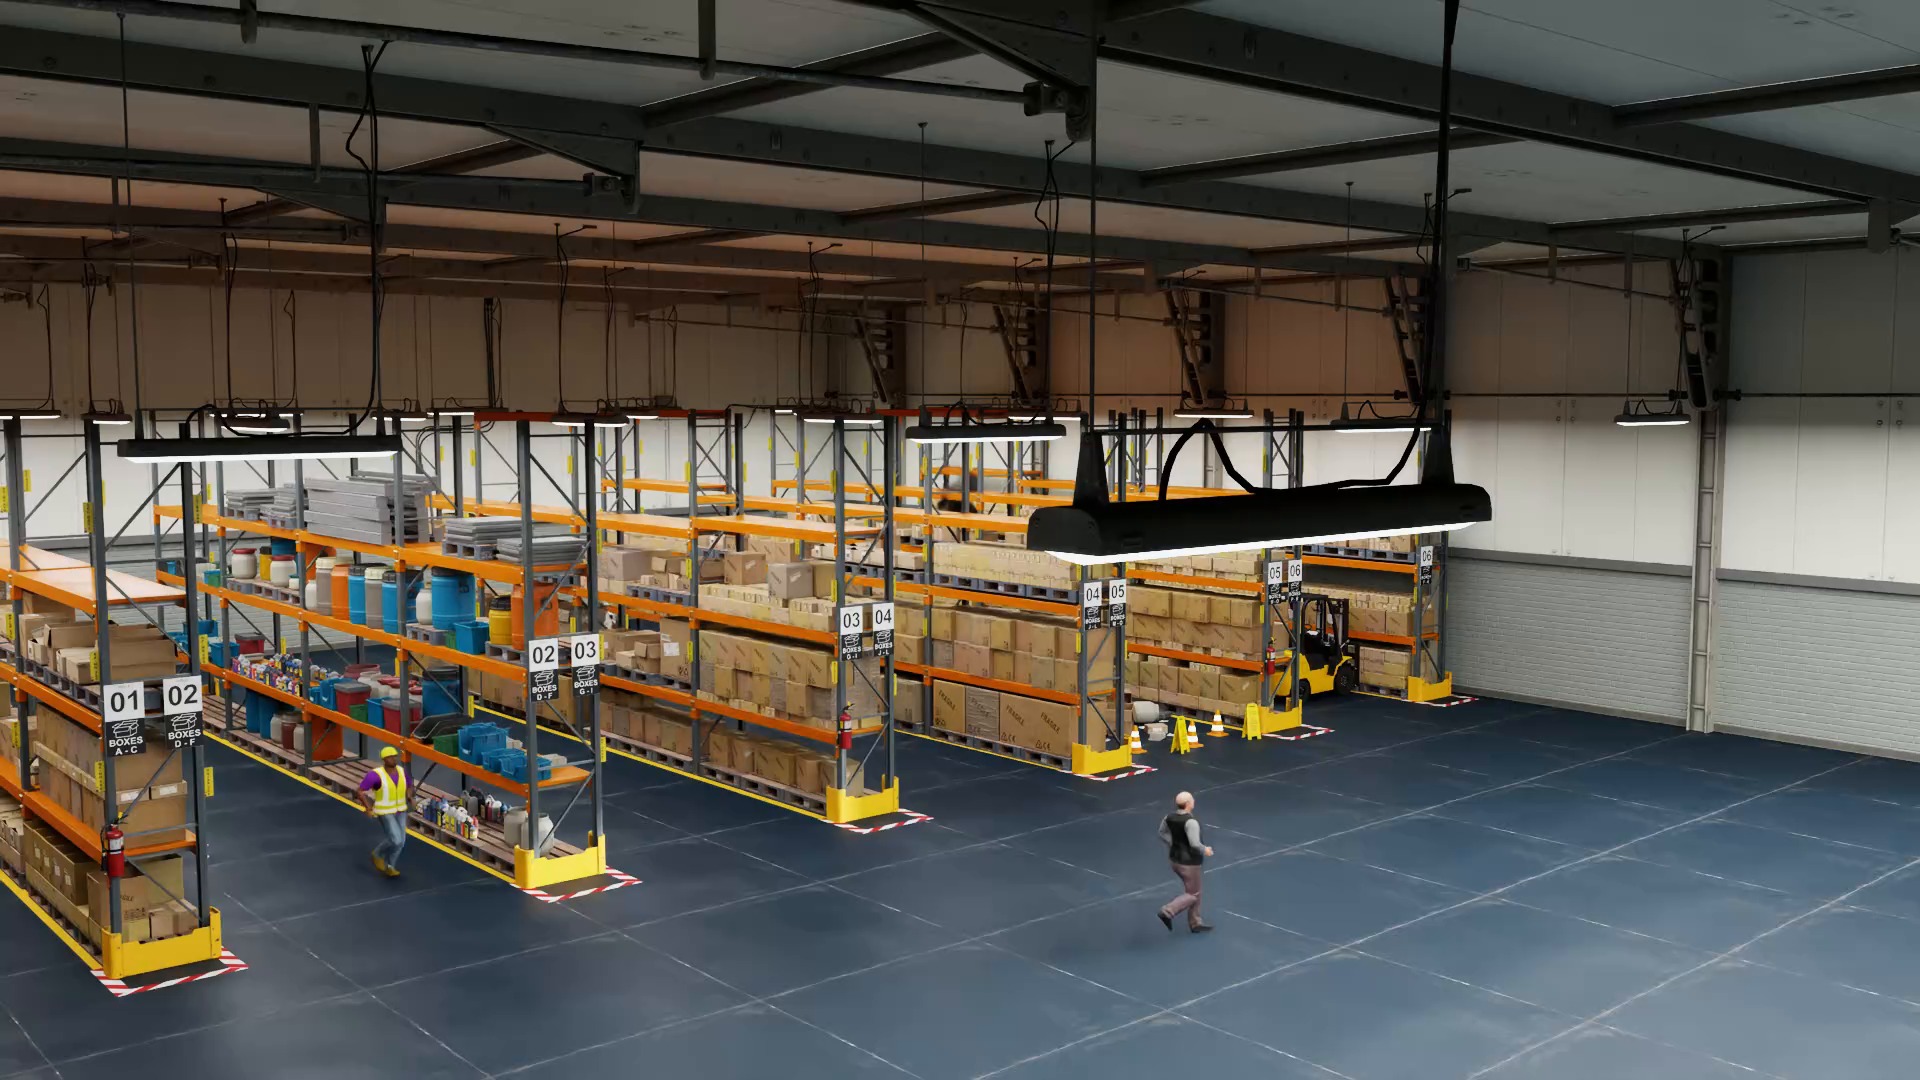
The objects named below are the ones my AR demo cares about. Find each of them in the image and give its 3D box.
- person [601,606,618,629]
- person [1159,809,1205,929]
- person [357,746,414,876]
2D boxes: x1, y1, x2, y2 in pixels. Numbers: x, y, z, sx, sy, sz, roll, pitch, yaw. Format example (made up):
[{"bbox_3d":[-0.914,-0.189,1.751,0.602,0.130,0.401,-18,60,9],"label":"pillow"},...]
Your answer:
[{"bbox_3d":[-7.963,2.150,37.268,0.552,1.552,0.764,-5,7,-43],"label":"person"},{"bbox_3d":[2.574,3.847,19.376,0.653,1.439,0.670,-3,6,-26],"label":"person"},{"bbox_3d":[-7.416,3.558,21.735,0.583,1.720,0.695,4,6,36],"label":"person"}]
